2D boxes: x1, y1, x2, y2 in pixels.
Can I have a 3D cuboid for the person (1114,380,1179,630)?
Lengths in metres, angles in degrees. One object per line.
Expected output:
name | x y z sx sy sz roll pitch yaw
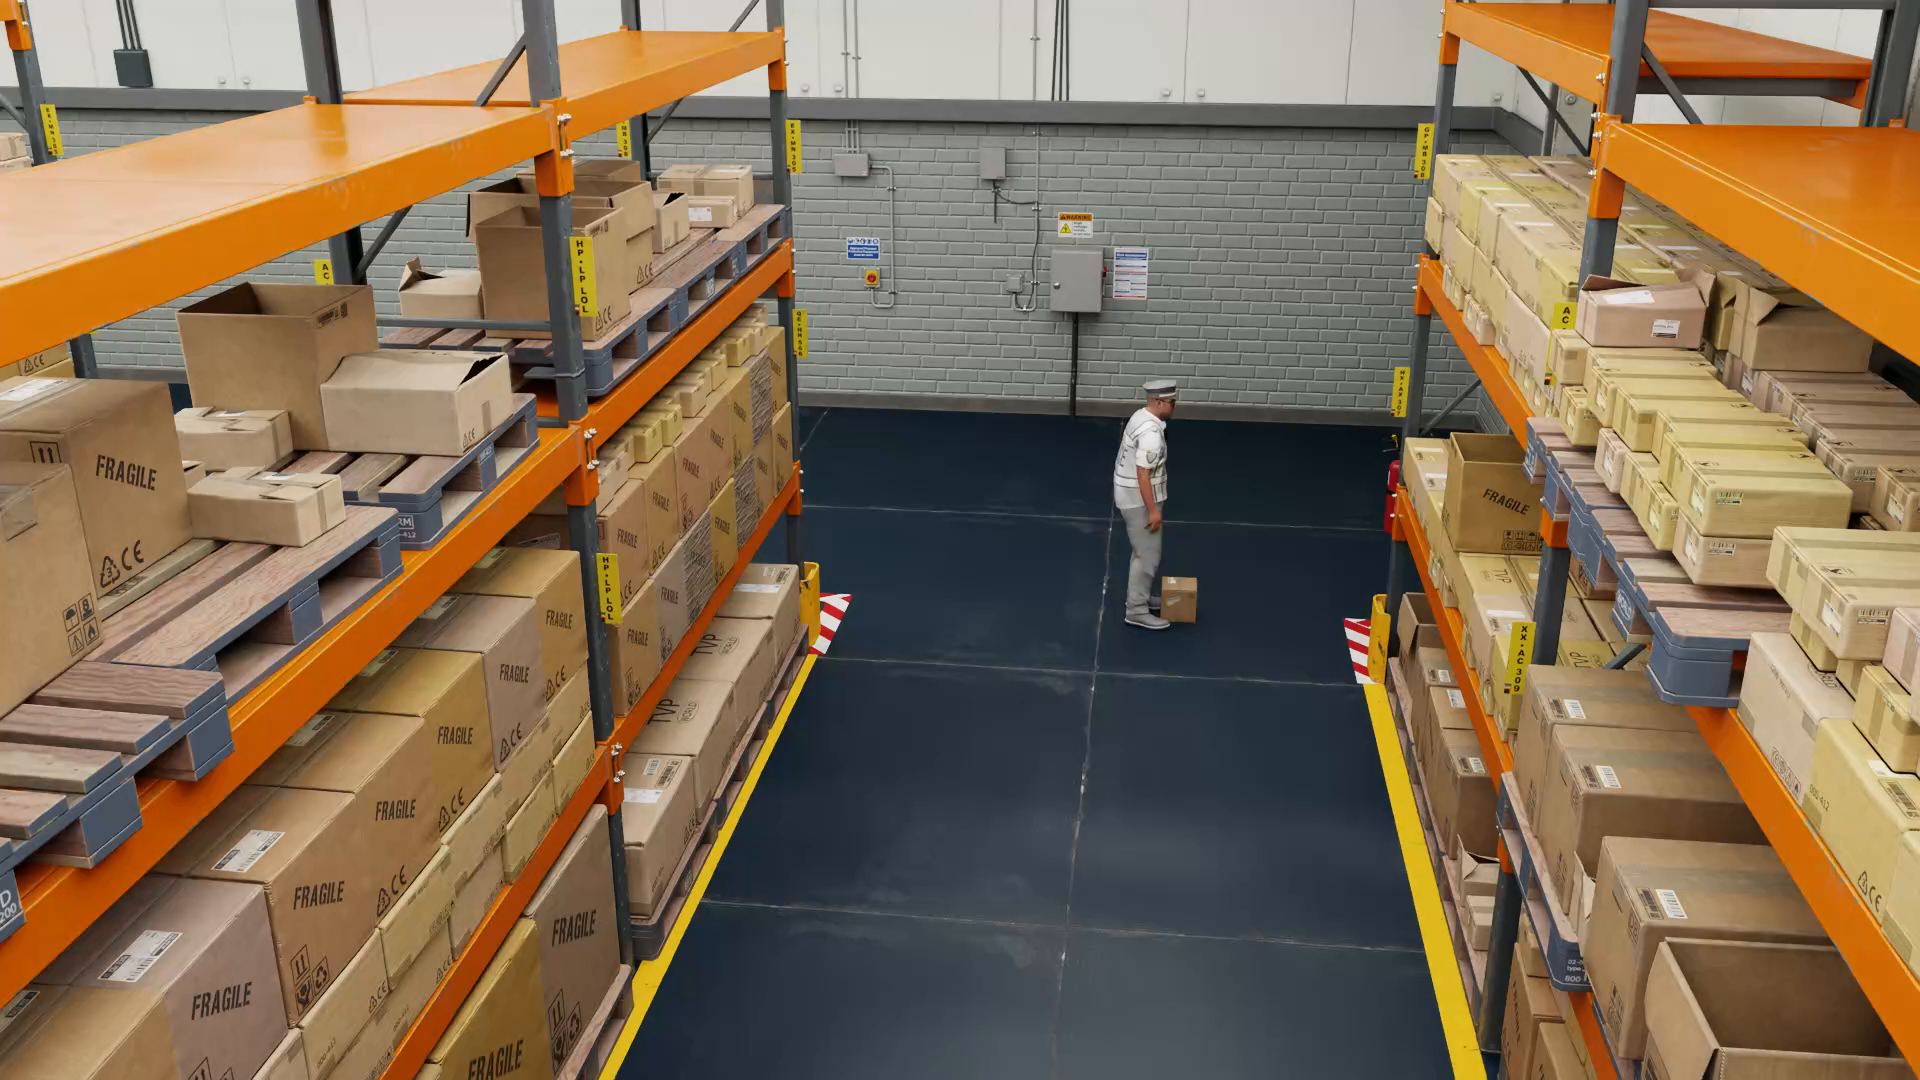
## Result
person | 1.314 -0.280 11.800 0.447 1.749 0.606 1 21 3
